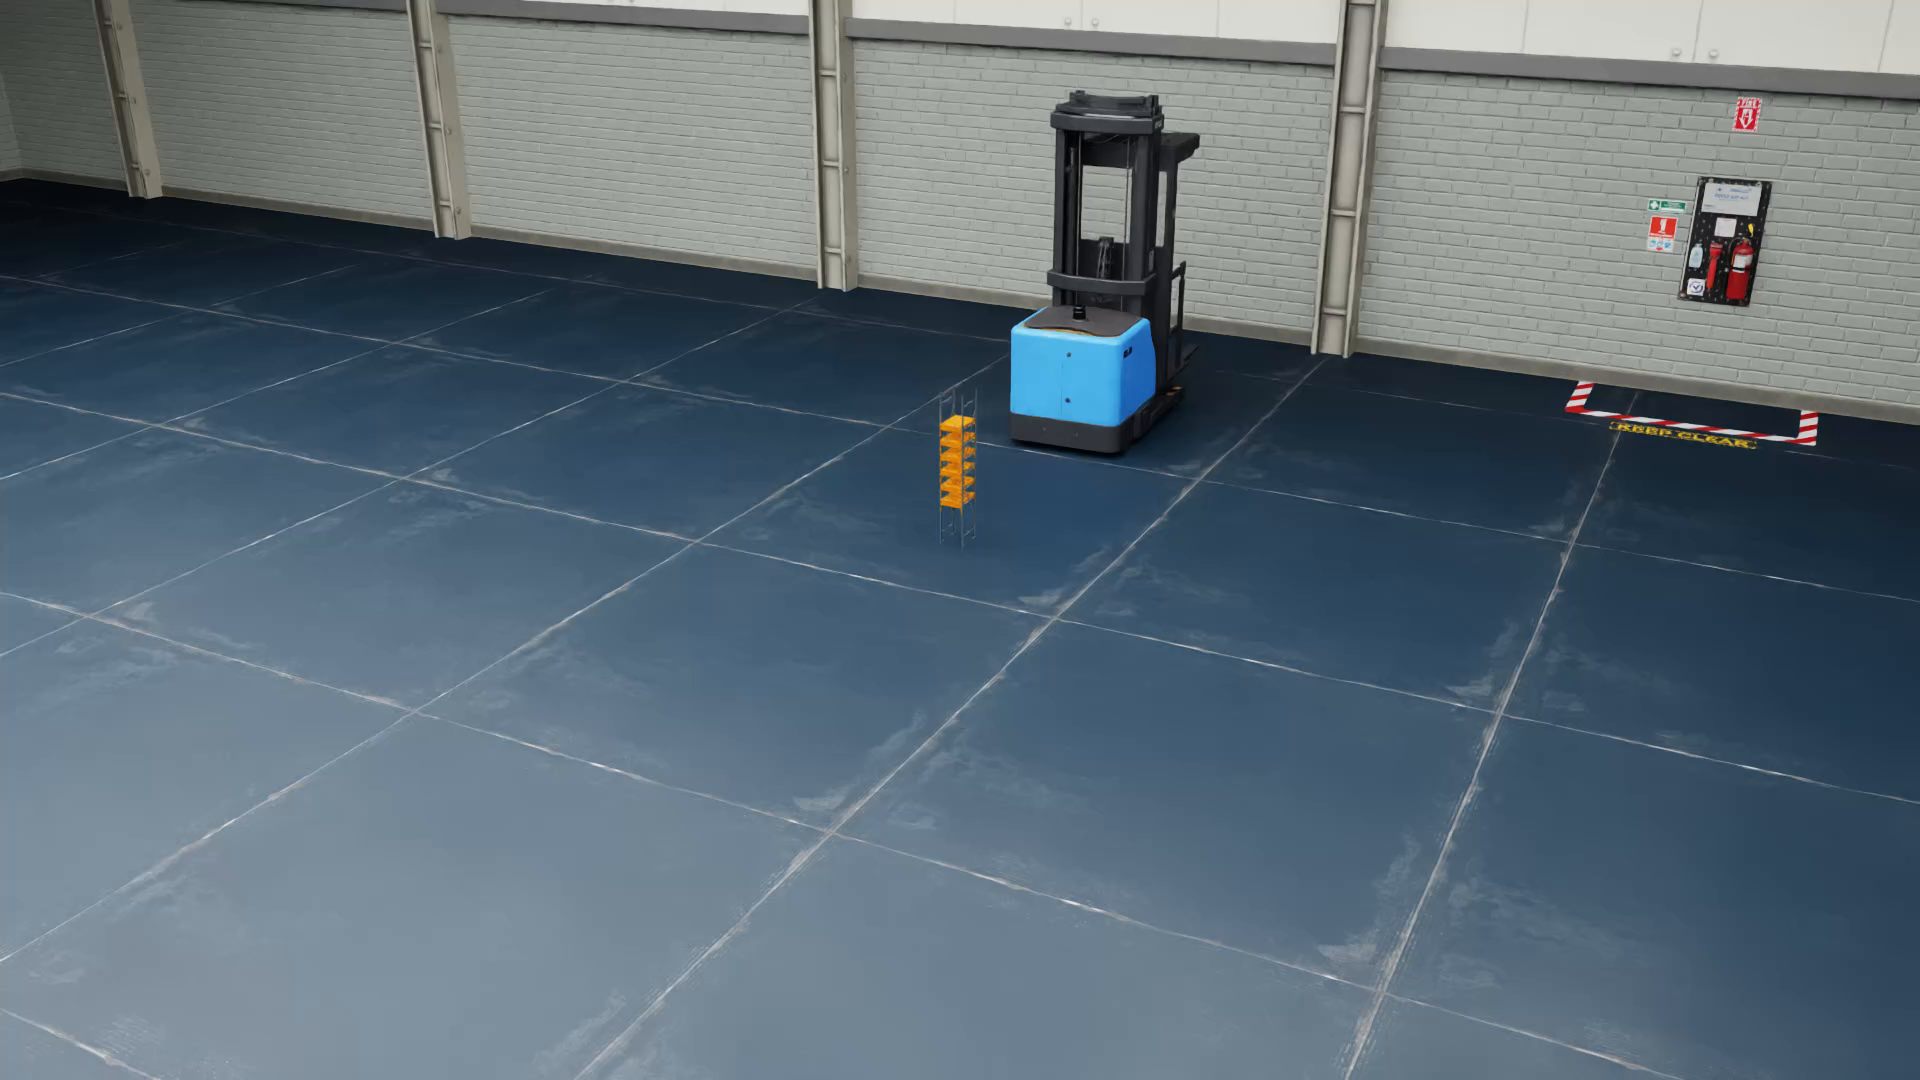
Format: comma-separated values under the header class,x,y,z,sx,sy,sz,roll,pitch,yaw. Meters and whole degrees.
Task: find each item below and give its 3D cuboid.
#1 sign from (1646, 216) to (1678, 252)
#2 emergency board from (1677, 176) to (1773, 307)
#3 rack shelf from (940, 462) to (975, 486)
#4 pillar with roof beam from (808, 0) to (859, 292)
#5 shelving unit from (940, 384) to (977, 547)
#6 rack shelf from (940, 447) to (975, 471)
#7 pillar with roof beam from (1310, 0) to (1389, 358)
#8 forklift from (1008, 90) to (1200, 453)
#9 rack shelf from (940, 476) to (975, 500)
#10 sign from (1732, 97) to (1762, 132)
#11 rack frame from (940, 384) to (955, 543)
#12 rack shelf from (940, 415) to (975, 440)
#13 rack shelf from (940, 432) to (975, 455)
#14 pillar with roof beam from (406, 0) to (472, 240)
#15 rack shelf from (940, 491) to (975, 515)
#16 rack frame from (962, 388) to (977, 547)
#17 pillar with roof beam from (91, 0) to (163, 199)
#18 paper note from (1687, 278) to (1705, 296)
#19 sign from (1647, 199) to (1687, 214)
class,x,y,z,sx,sy,sz,roll,pitch,yaw
sign,6.621,-2.887,15.686,0.234,0.329,0.001,11,25,25
emergency board,7.068,-2.737,15.378,0.643,1.169,0.194,11,25,25
rack shelf,-0.013,-0.514,12.565,0.180,0.103,0.258,11,25,25
pillar with roof beam,-3.396,-5.663,14.594,0.400,9.000,9.100,11,25,25
shelving unit,-0.013,-0.555,12.547,0.189,1.200,0.258,11,25,25
rack shelf,-0.013,-0.624,12.518,0.180,0.103,0.258,11,25,25
pillar with roof beam,1.959,-4.604,12.103,0.400,9.000,9.100,11,25,25
forklift,1.497,-2.643,15.246,1.130,2.935,3.031,10,25,22
rack shelf,-0.013,-0.403,12.612,0.180,0.103,0.258,11,25,25
sign,7.105,-3.840,15.010,0.199,0.298,0.001,11,25,25
rack frame,-0.095,-0.571,12.585,0.006,1.200,0.240,11,25,25
rack shelf,-0.013,-0.845,12.424,0.180,0.103,0.258,11,25,25
rack shelf,-0.013,-0.735,12.471,0.180,0.103,0.258,11,25,25
pillar with roof beam,-8.750,-6.723,17.085,0.400,9.000,9.100,11,25,25
rack shelf,-0.013,-0.293,12.659,0.180,0.103,0.258,11,25,25
rack frame,0.069,-0.539,12.509,0.006,1.200,0.240,11,25,25
pillar with roof beam,-14.105,-7.782,19.576,0.400,9.000,9.100,11,25,25
paper note,6.941,-2.387,15.681,0.142,0.148,0.016,11,25,25
sign,6.621,-3.127,15.573,0.331,0.109,0.001,11,25,25
